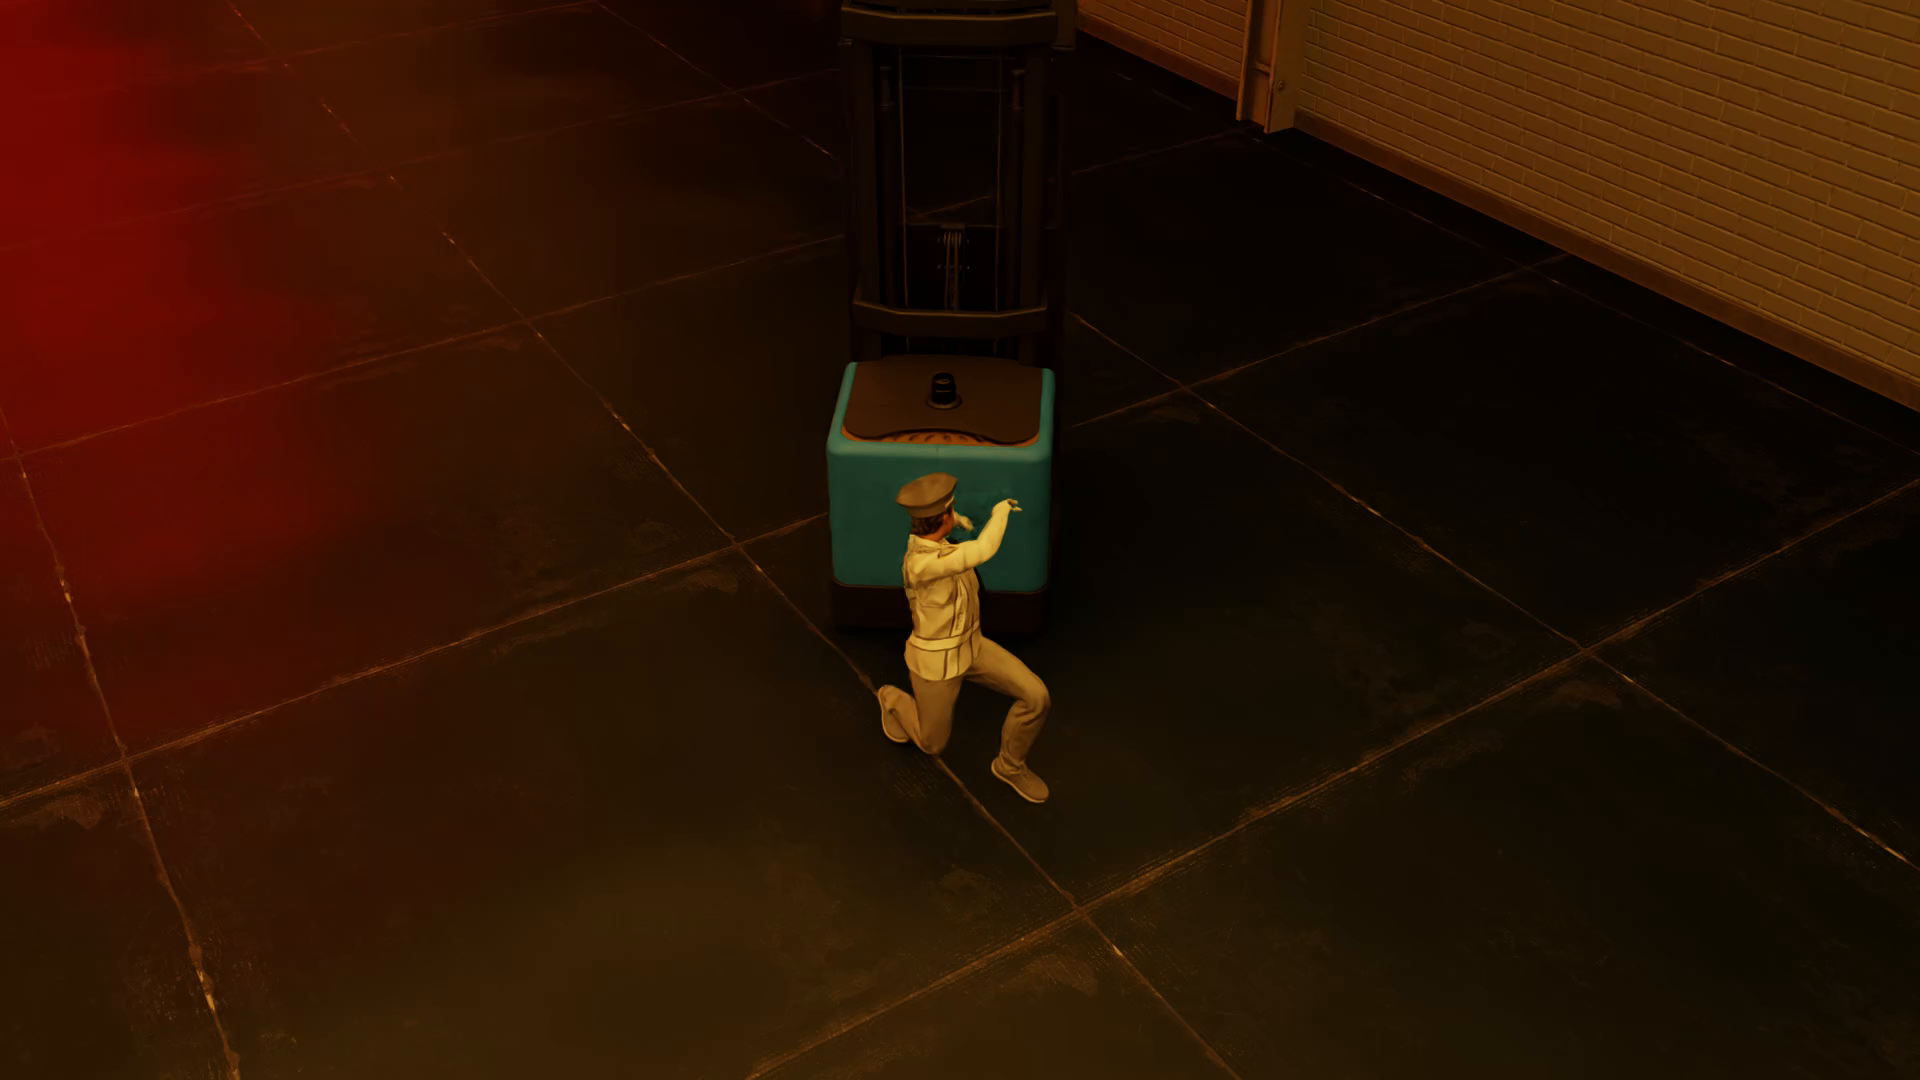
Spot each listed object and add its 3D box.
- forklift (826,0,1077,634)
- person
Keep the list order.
[{"bbox_3d":[0.000,-1.578,8.394,1.130,2.935,3.031,2,35,3],"label":"forklift"},{"bbox_3d":[0.100,0.308,7.060,0.925,1.372,0.893,19,39,25],"label":"person"}]
